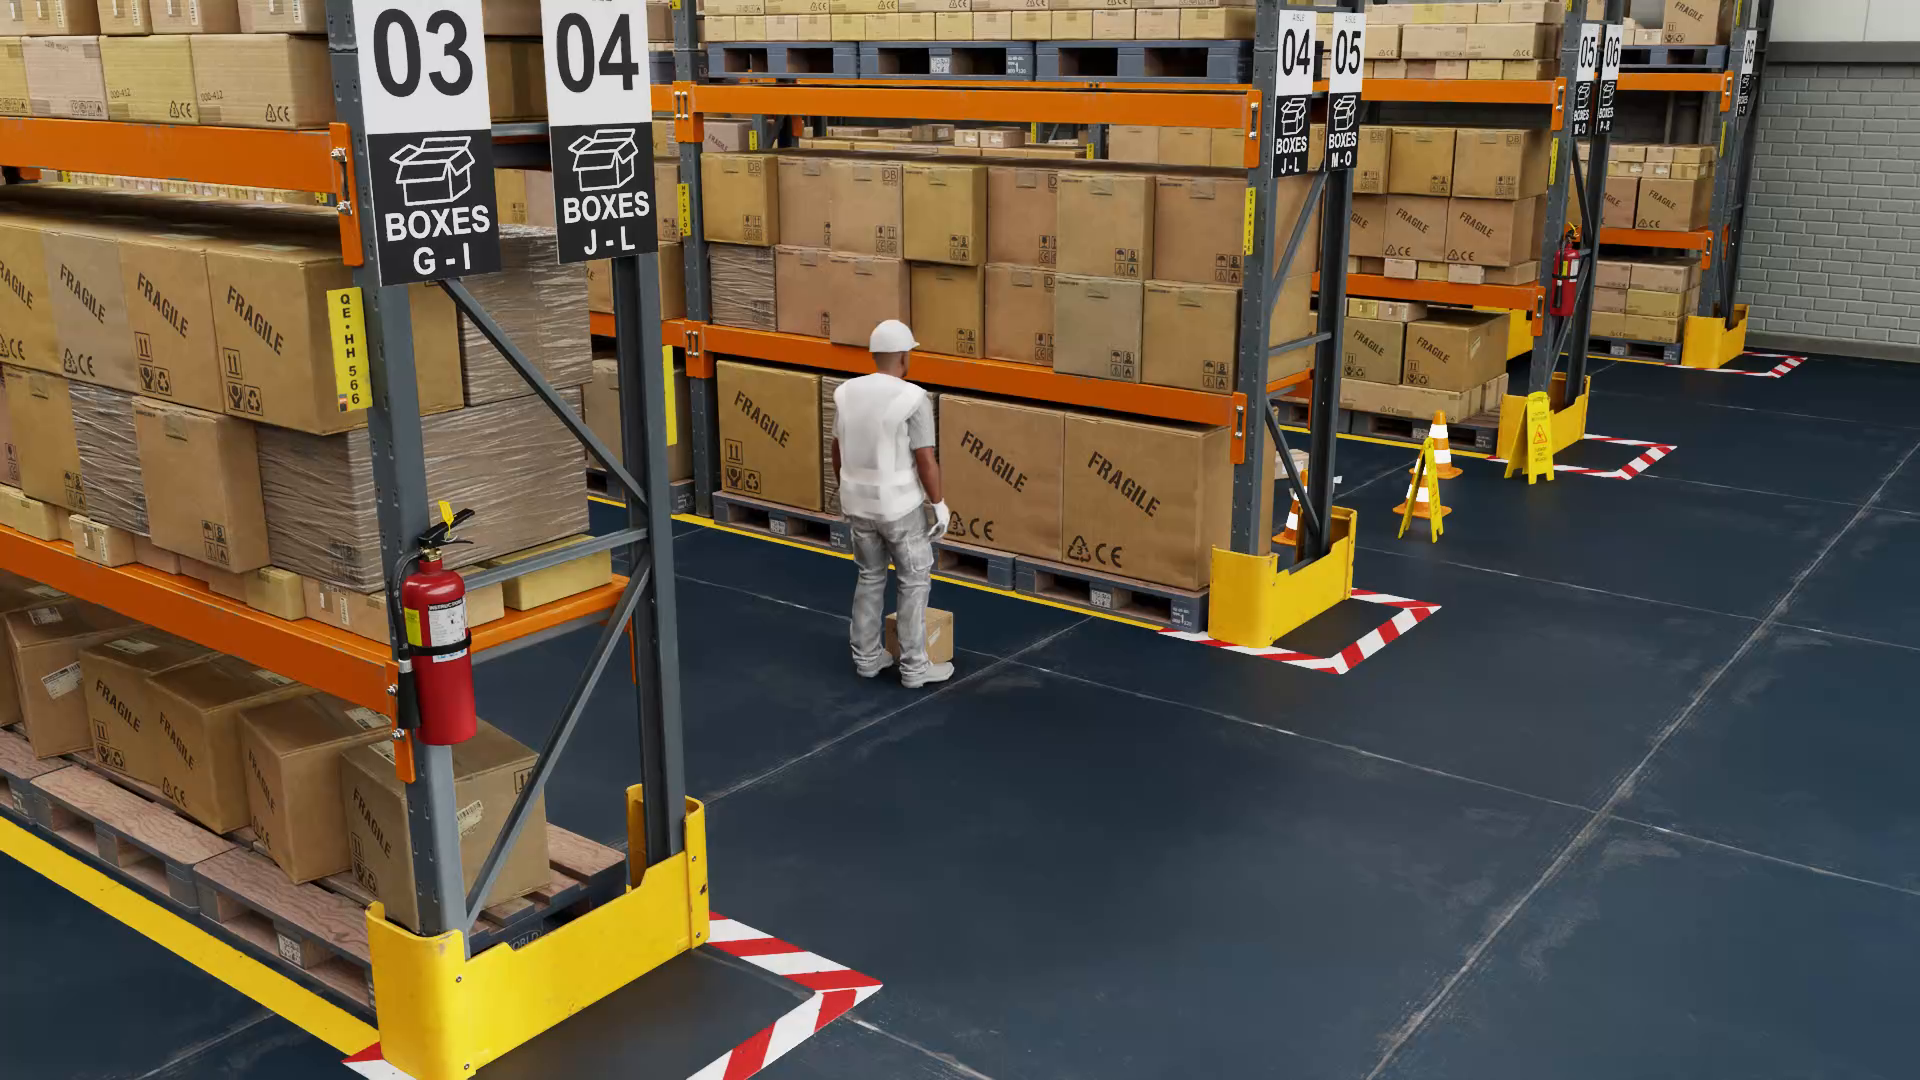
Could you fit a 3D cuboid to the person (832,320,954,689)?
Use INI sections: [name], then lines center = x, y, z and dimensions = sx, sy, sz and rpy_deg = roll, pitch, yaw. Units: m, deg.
[person]
center = -0.343, -0.178, 8.122
dimensions = 0.633, 1.775, 0.447
rpy_deg = 11, 20, 33
